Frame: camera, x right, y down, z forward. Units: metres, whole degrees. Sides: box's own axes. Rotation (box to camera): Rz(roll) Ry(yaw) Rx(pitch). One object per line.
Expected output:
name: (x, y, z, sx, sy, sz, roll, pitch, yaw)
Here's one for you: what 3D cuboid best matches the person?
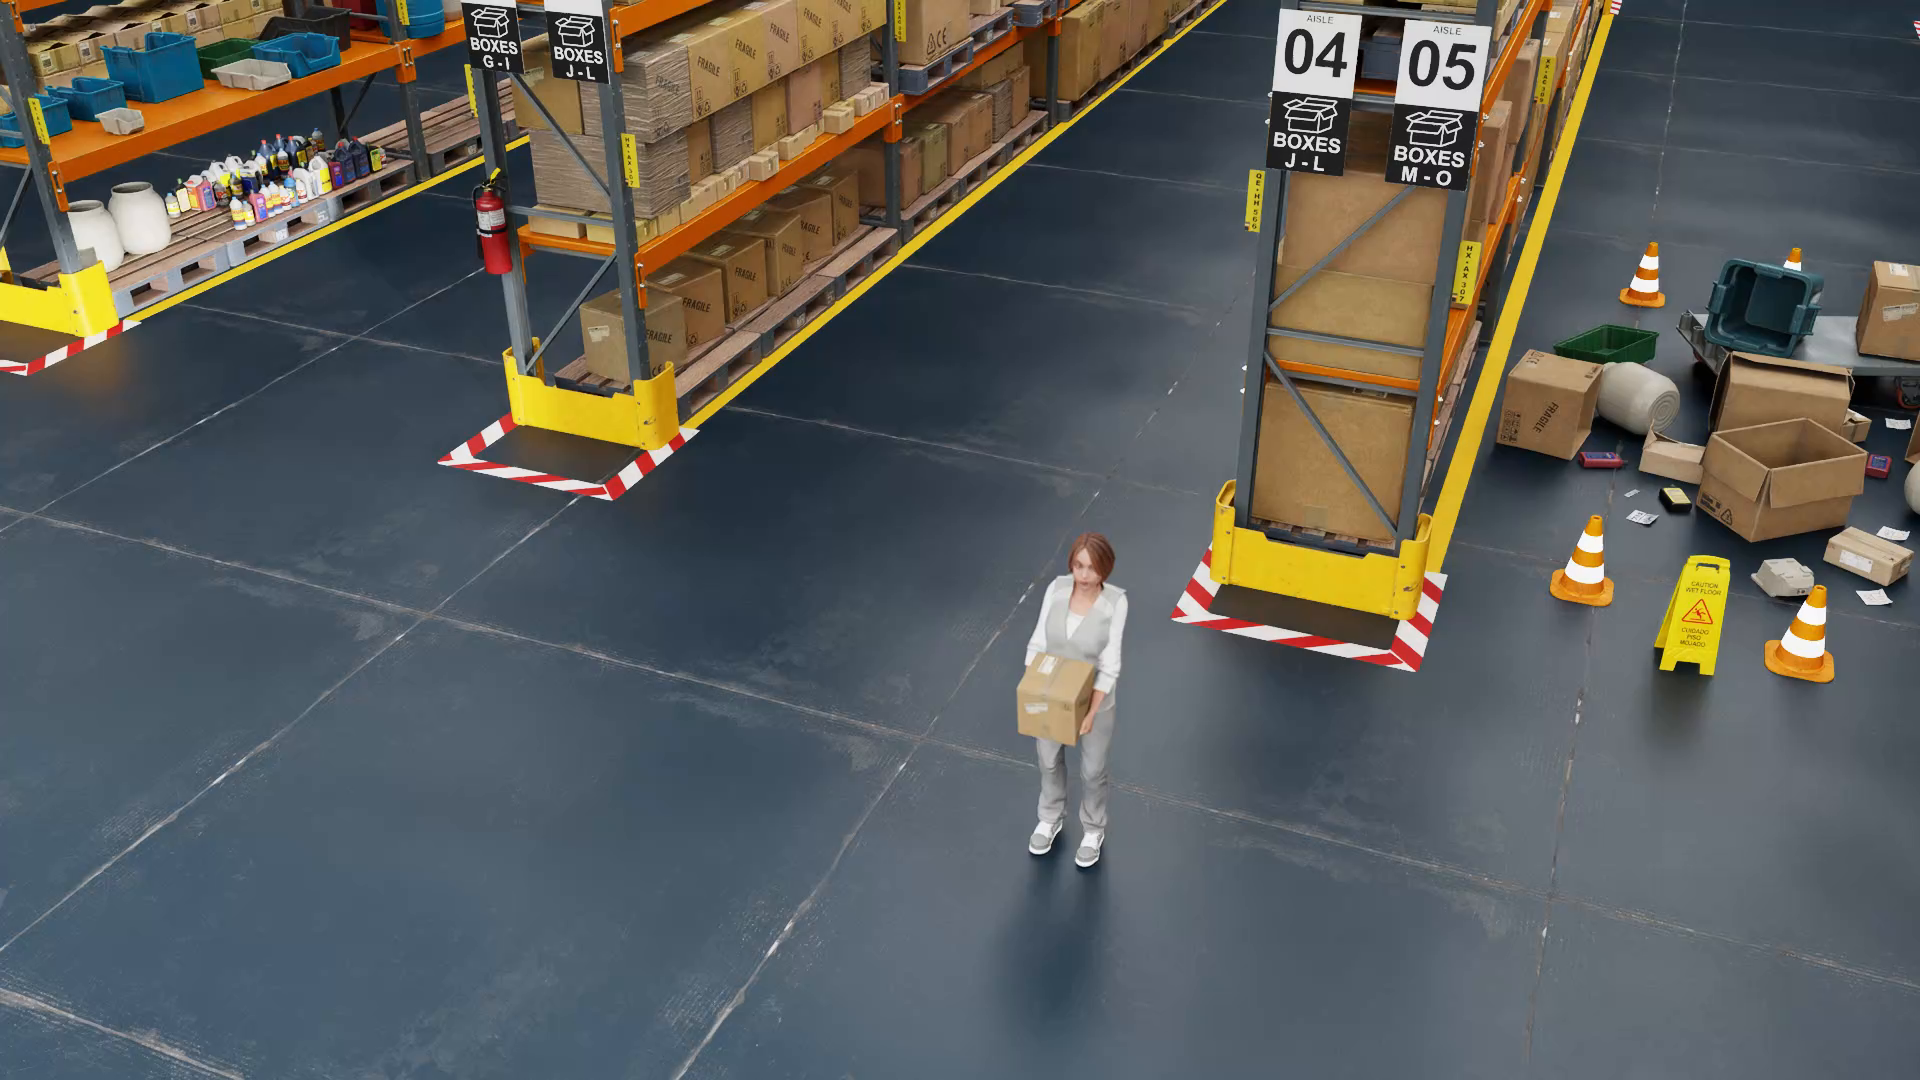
person: (0.475, 0.733, 7.141, 0.406, 1.580, 0.500, 12, 32, 19)
